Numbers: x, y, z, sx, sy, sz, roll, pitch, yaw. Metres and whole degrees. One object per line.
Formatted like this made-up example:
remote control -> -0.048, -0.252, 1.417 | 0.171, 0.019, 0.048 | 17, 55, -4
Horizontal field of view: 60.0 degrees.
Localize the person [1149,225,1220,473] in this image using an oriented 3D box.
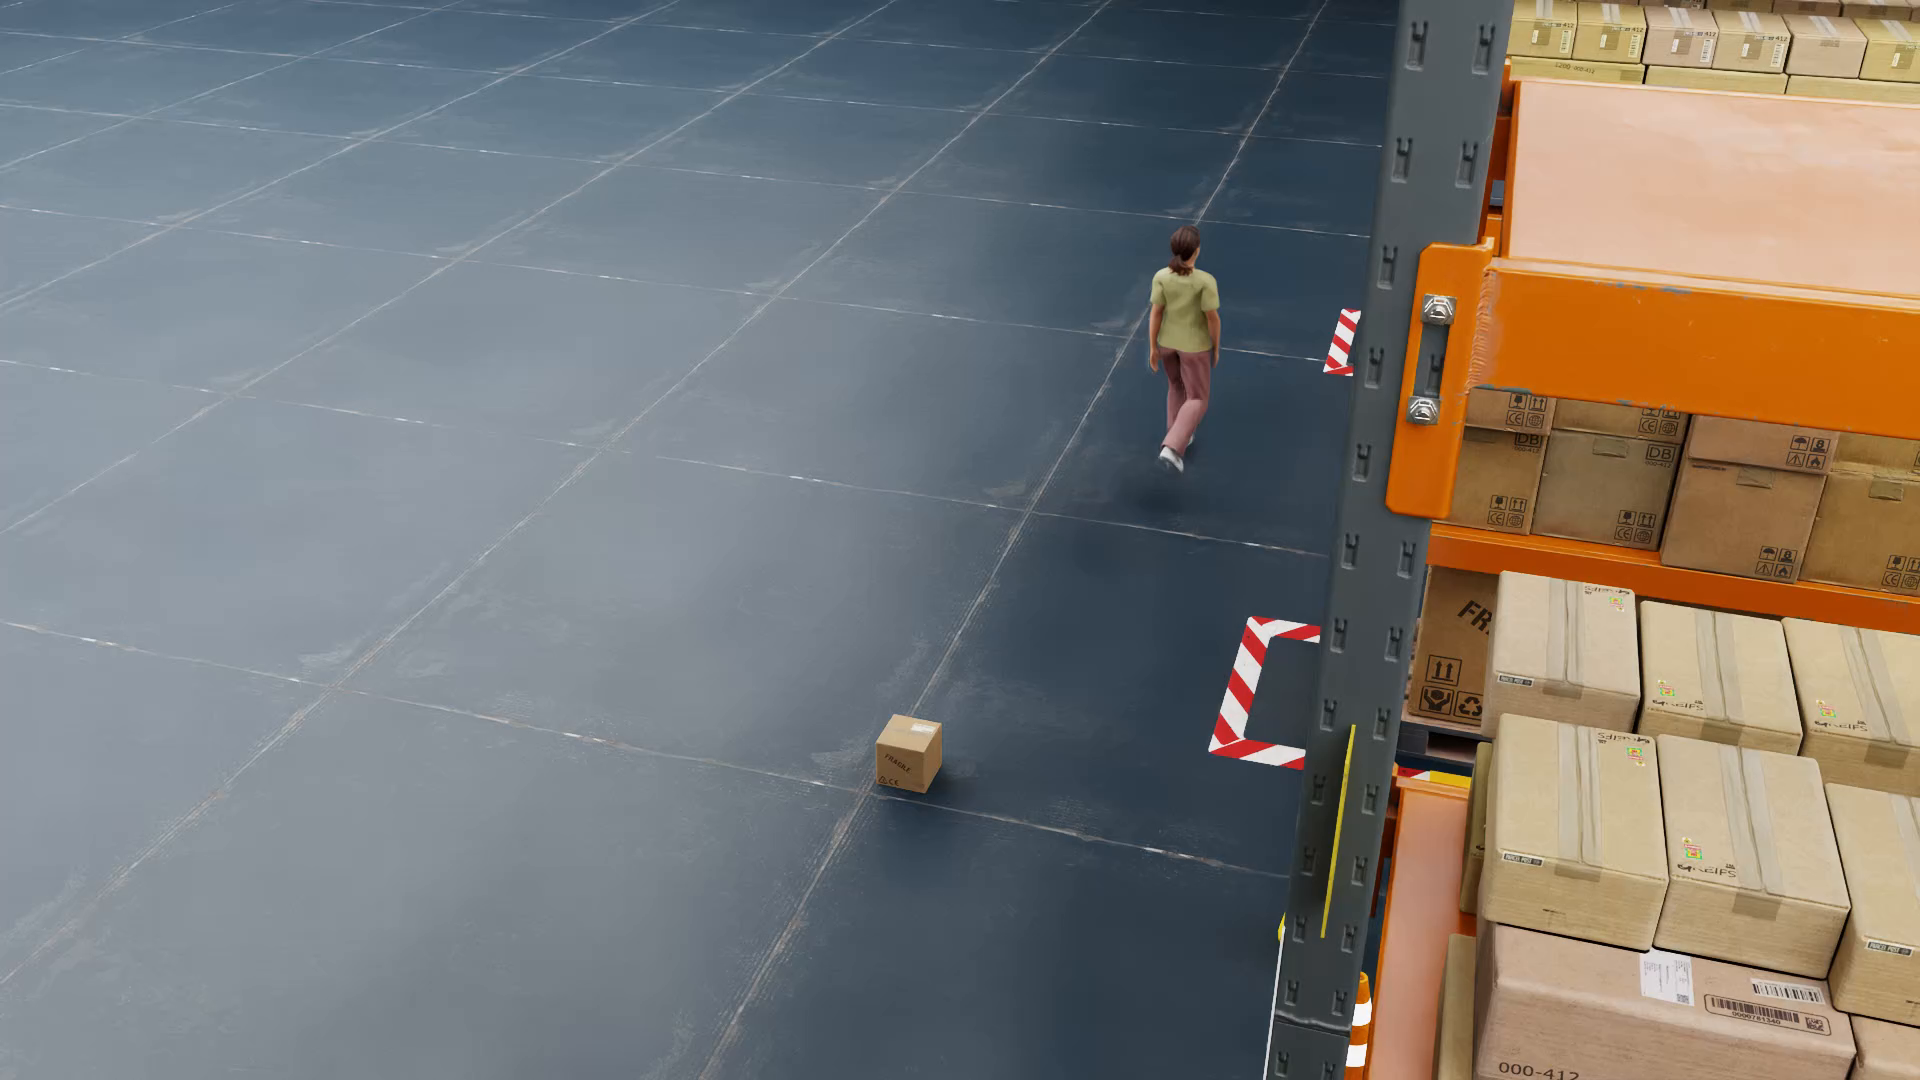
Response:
person -> 1.432, -1.218, 10.660 | 0.447, 1.642, 0.830 | 15, 33, 25
